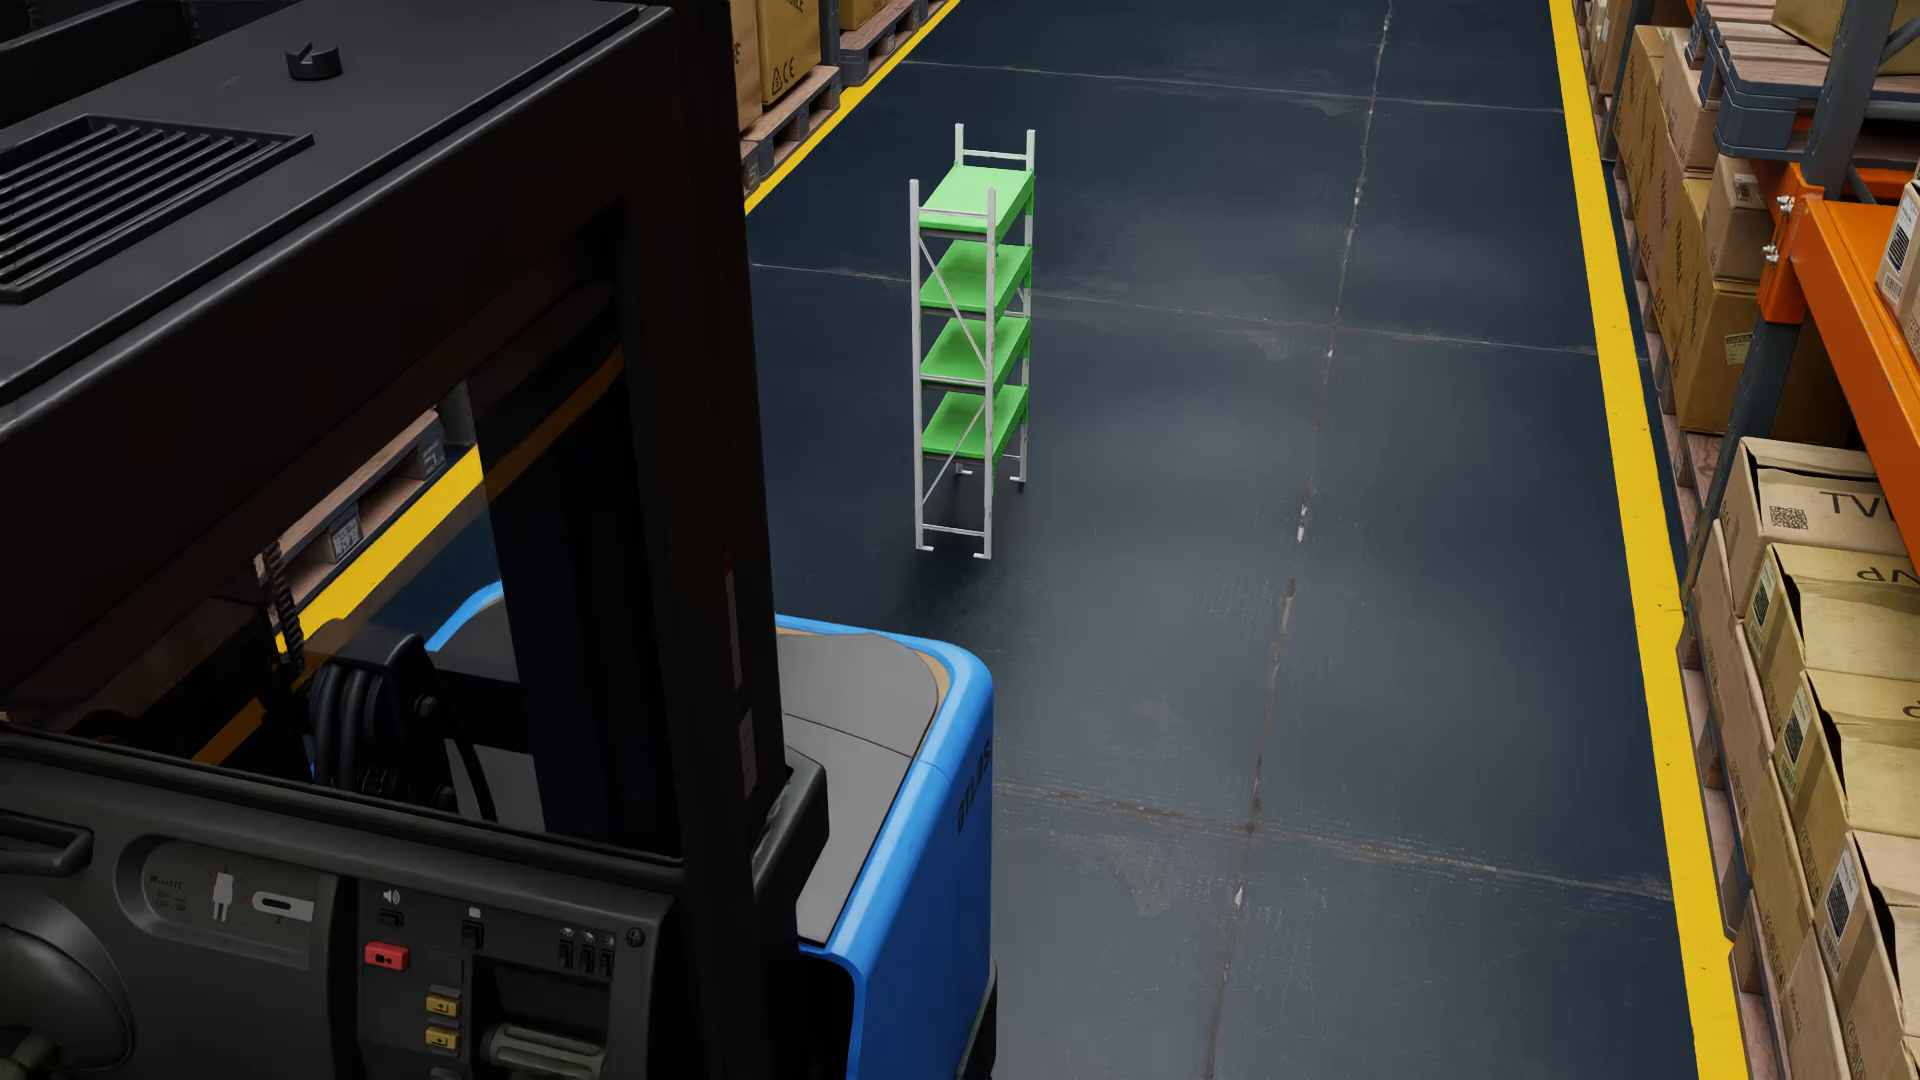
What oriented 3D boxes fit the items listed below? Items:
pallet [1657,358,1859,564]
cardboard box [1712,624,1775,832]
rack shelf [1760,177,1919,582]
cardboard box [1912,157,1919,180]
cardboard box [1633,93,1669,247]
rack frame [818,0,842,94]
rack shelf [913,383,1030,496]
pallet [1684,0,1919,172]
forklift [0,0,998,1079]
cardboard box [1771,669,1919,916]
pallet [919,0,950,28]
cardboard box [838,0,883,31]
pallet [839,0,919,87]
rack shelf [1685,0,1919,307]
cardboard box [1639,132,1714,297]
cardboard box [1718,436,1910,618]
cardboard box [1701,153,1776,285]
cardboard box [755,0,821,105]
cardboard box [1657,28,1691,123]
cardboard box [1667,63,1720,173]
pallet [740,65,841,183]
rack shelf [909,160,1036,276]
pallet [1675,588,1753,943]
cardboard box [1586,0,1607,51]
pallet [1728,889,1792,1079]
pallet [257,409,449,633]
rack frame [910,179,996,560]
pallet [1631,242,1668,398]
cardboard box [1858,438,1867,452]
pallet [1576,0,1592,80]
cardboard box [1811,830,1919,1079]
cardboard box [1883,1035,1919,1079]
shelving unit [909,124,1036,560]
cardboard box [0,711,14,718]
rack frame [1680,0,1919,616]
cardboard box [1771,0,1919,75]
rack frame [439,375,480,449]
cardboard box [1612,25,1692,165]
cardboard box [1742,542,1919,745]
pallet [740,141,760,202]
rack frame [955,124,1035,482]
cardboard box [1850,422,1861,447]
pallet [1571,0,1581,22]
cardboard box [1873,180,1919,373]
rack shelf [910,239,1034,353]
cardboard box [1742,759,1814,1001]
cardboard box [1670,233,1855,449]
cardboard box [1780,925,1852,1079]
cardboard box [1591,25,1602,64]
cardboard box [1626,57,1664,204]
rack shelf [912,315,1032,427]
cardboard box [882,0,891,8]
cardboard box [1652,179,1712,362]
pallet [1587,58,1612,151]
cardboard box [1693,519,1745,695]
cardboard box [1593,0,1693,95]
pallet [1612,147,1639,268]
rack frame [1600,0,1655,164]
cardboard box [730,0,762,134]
[{"bbox_3d":[2.858,-0.213,5.389,1.003,0.211,1.213,8,33,12],"label":"pallet"},{"bbox_3d":[2.089,0.468,3.889,0.500,0.250,0.500,7,33,11],"label":"cardboard box"},{"bbox_3d":[2.125,0.334,2.600,1.077,0.370,4.000,8,33,12],"label":"rack shelf"},{"bbox_3d":[2.498,-0.787,3.776,0.500,0.311,0.500,10,34,15],"label":"cardboard box"},{"bbox_3d":[3.030,-1.460,6.670,0.500,0.500,0.500,8,33,13],"label":"cardboard box"},{"bbox_3d":[-1.145,-3.756,8.362,1.000,3.000,0.127,8,33,12],"label":"rack frame"},{"bbox_3d":[0.042,-0.336,5.226,0.258,0.148,0.480,8,33,12],"label":"rack shelf"},{"bbox_3d":[2.736,-1.288,4.659,1.213,0.211,1.003,8,33,12],"label":"pallet"},{"bbox_3d":[-0.815,0.551,1.652,1.130,2.935,3.031,9,33,13],"label":"forklift"},{"bbox_3d":[1.959,0.509,3.303,0.500,0.311,0.500,7,33,11],"label":"cardboard box"},{"bbox_3d":[-0.569,-3.598,10.713,1.003,0.211,1.213,8,33,12],"label":"pallet"},{"bbox_3d":[-0.856,-3.252,9.509,0.700,0.500,0.500,8,33,13],"label":"cardboard box"},{"bbox_3d":[-0.876,-2.963,9.714,1.003,0.211,1.213,8,33,12],"label":"pallet"},{"bbox_3d":[3.140,-1.742,5.865,1.077,0.370,4.000,8,33,12],"label":"rack shelf"},{"bbox_3d":[2.901,-1.197,6.258,0.500,0.500,0.500,7,33,11],"label":"cardboard box"},{"bbox_3d":[2.215,-0.029,4.149,0.500,0.311,0.500,9,34,14],"label":"cardboard box"},{"bbox_3d":[2.653,-1.002,5.251,0.500,0.250,0.500,9,34,14],"label":"cardboard box"},{"bbox_3d":[-1.184,-2.671,8.268,0.750,0.750,0.750,8,33,13],"label":"cardboard box"},{"bbox_3d":[3.035,-1.794,6.497,0.500,0.250,0.500,8,33,12],"label":"cardboard box"},{"bbox_3d":[2.908,-1.533,6.087,0.500,0.250,0.500,7,33,11],"label":"cardboard box"},{"bbox_3d":[-1.268,-2.168,8.464,1.003,0.211,1.213,8,33,12],"label":"pallet"},{"bbox_3d":[0.042,-0.943,4.840,0.258,0.148,0.480,8,33,12],"label":"rack shelf"},{"bbox_3d":[2.386,0.591,4.124,1.003,0.211,1.213,8,33,12],"label":"pallet"},{"bbox_3d":[3.708,-2.858,9.046,0.500,0.311,0.500,8,33,12],"label":"cardboard box"},{"bbox_3d":[2.074,1.222,3.131,1.003,0.211,1.213,8,33,12],"label":"pallet"},{"bbox_3d":[-2.360,-0.098,5.208,1.003,0.211,1.213,8,33,12],"label":"pallet"},{"bbox_3d":[-0.020,-0.466,4.864,0.240,1.200,0.015,8,33,12],"label":"rack frame"},{"bbox_3d":[3.170,-0.844,6.381,1.003,0.211,1.213,8,33,12],"label":"pallet"},{"bbox_3d":[3.024,-0.336,4.902,0.500,0.500,0.500,9,34,14],"label":"cardboard box"},{"bbox_3d":[4.130,-2.898,9.612,1.003,0.211,1.213,8,33,12],"label":"pallet"},{"bbox_3d":[1.829,0.776,2.883,0.500,0.311,0.500,8,33,12],"label":"cardboard box"},{"bbox_3d":[1.698,1.036,2.473,0.500,0.311,0.500,8,33,12],"label":"cardboard box"},{"bbox_3d":[0.042,-0.592,5.063,0.258,1.200,0.503,8,33,12],"label":"shelving unit"},{"bbox_3d":[-2.634,0.083,4.243,0.700,0.500,0.500,8,33,12],"label":"cardboard box"},{"bbox_3d":[2.632,-1.008,4.039,1.000,3.000,0.127,8,33,12],"label":"rack frame"},{"bbox_3d":[2.683,-1.569,4.438,0.700,0.500,0.500,-3,33,-4],"label":"cardboard box"},{"bbox_3d":[-2.160,-1.680,5.097,1.000,3.000,0.127,8,33,12],"label":"rack frame"},{"bbox_3d":[3.289,-1.996,7.514,0.500,0.500,0.500,7,33,10],"label":"cardboard box"},{"bbox_3d":[2.090,0.244,3.719,0.500,0.311,0.500,7,33,11],"label":"cardboard box"},{"bbox_3d":[-1.576,-1.533,7.465,1.003,0.211,1.213,8,33,12],"label":"pallet"},{"bbox_3d":[0.104,-0.719,5.262,0.240,1.200,0.015,8,33,12],"label":"rack frame"},{"bbox_3d":[3.152,-0.608,5.331,0.500,0.500,0.500,7,33,11],"label":"cardboard box"},{"bbox_3d":[4.442,-3.529,10.605,1.003,0.211,1.213,8,33,12],"label":"pallet"},{"bbox_3d":[2.218,-0.532,3.374,0.500,0.311,0.500,8,33,12],"label":"cardboard box"},{"bbox_3d":[0.042,-0.741,4.969,0.258,0.148,0.480,8,33,12],"label":"rack shelf"},{"bbox_3d":[1.963,0.739,3.463,0.500,0.250,0.500,7,33,11],"label":"cardboard box"},{"bbox_3d":[2.643,-0.656,5.405,0.500,0.500,0.500,9,34,14],"label":"cardboard box"},{"bbox_3d":[1.832,1.005,3.045,0.500,0.250,0.500,9,33,13],"label":"cardboard box"},{"bbox_3d":[3.555,-2.603,8.796,0.380,0.149,0.250,8,33,12],"label":"cardboard box"},{"bbox_3d":[3.164,-1.718,7.076,0.500,0.500,0.500,8,33,13],"label":"cardboard box"},{"bbox_3d":[0.042,-0.538,5.098,0.258,0.148,0.480,8,33,12],"label":"rack shelf"},{"bbox_3d":[-0.725,-3.513,9.918,0.700,0.500,0.500,8,33,12],"label":"cardboard box"},{"bbox_3d":[2.774,-0.924,5.828,0.500,0.500,0.500,7,33,11],"label":"cardboard box"},{"bbox_3d":[3.823,-2.263,8.613,1.003,0.211,1.213,8,33,12],"label":"pallet"},{"bbox_3d":[2.215,0.207,4.300,0.500,0.250,0.500,8,33,12],"label":"cardboard box"},{"bbox_3d":[3.518,-2.548,8.383,0.500,0.500,0.500,8,33,12],"label":"cardboard box"},{"bbox_3d":[3.478,-1.479,7.380,1.003,0.211,1.213,8,33,12],"label":"pallet"},{"bbox_3d":[3.647,-3.083,7.304,1.000,3.000,0.127,8,33,12],"label":"rack frame"},{"bbox_3d":[-1.407,-2.209,7.542,0.750,0.750,0.750,9,34,14],"label":"cardboard box"}]
